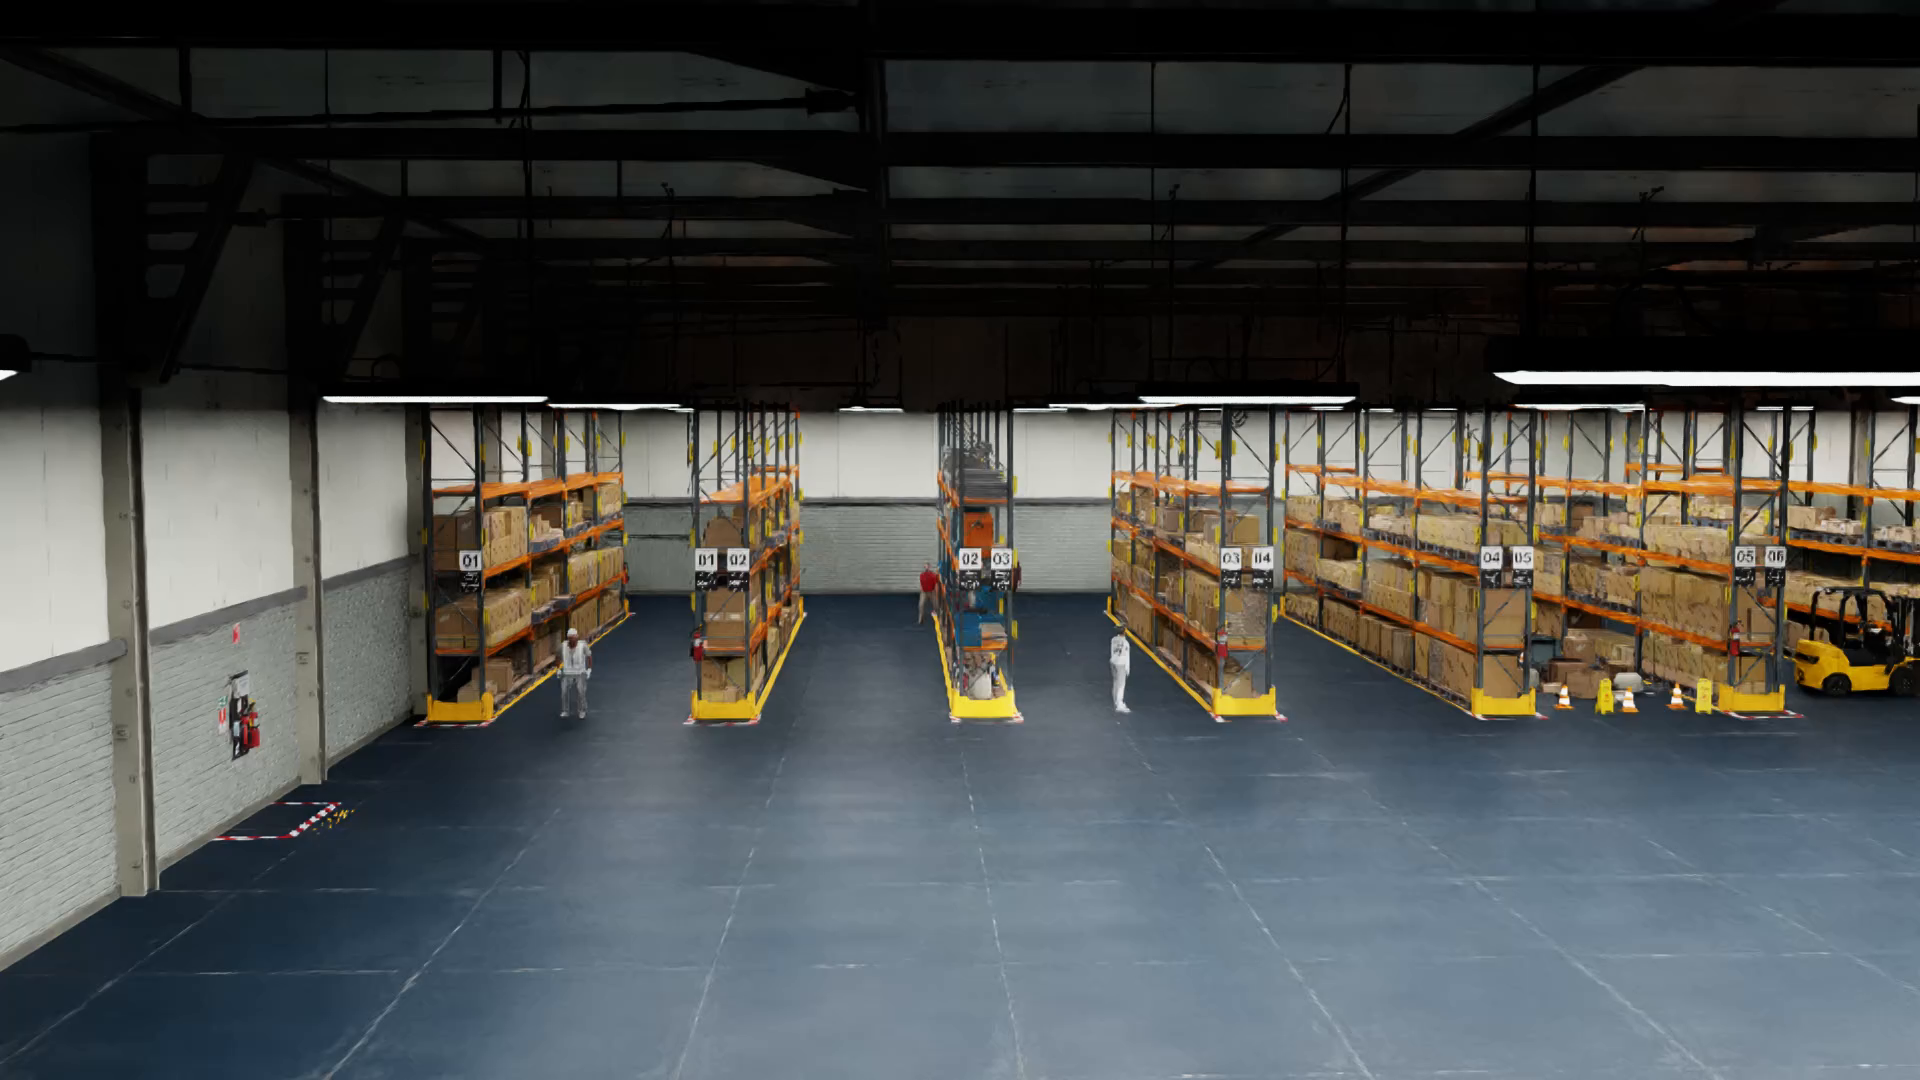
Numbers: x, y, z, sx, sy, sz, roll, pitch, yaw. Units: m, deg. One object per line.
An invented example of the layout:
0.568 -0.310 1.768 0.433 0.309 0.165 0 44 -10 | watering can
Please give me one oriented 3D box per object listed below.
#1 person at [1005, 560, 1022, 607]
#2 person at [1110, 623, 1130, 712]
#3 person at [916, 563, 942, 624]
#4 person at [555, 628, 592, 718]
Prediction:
1.494 1.164 48.657 0.603 1.724 1.111 0 4 -3 | person
3.115 2.436 32.061 0.431 1.684 0.555 -3 5 -31 | person
-0.839 1.447 45.370 0.580 1.662 0.954 1 5 18 | person
-7.247 2.497 31.178 0.702 1.735 0.549 0 4 -4 | person
